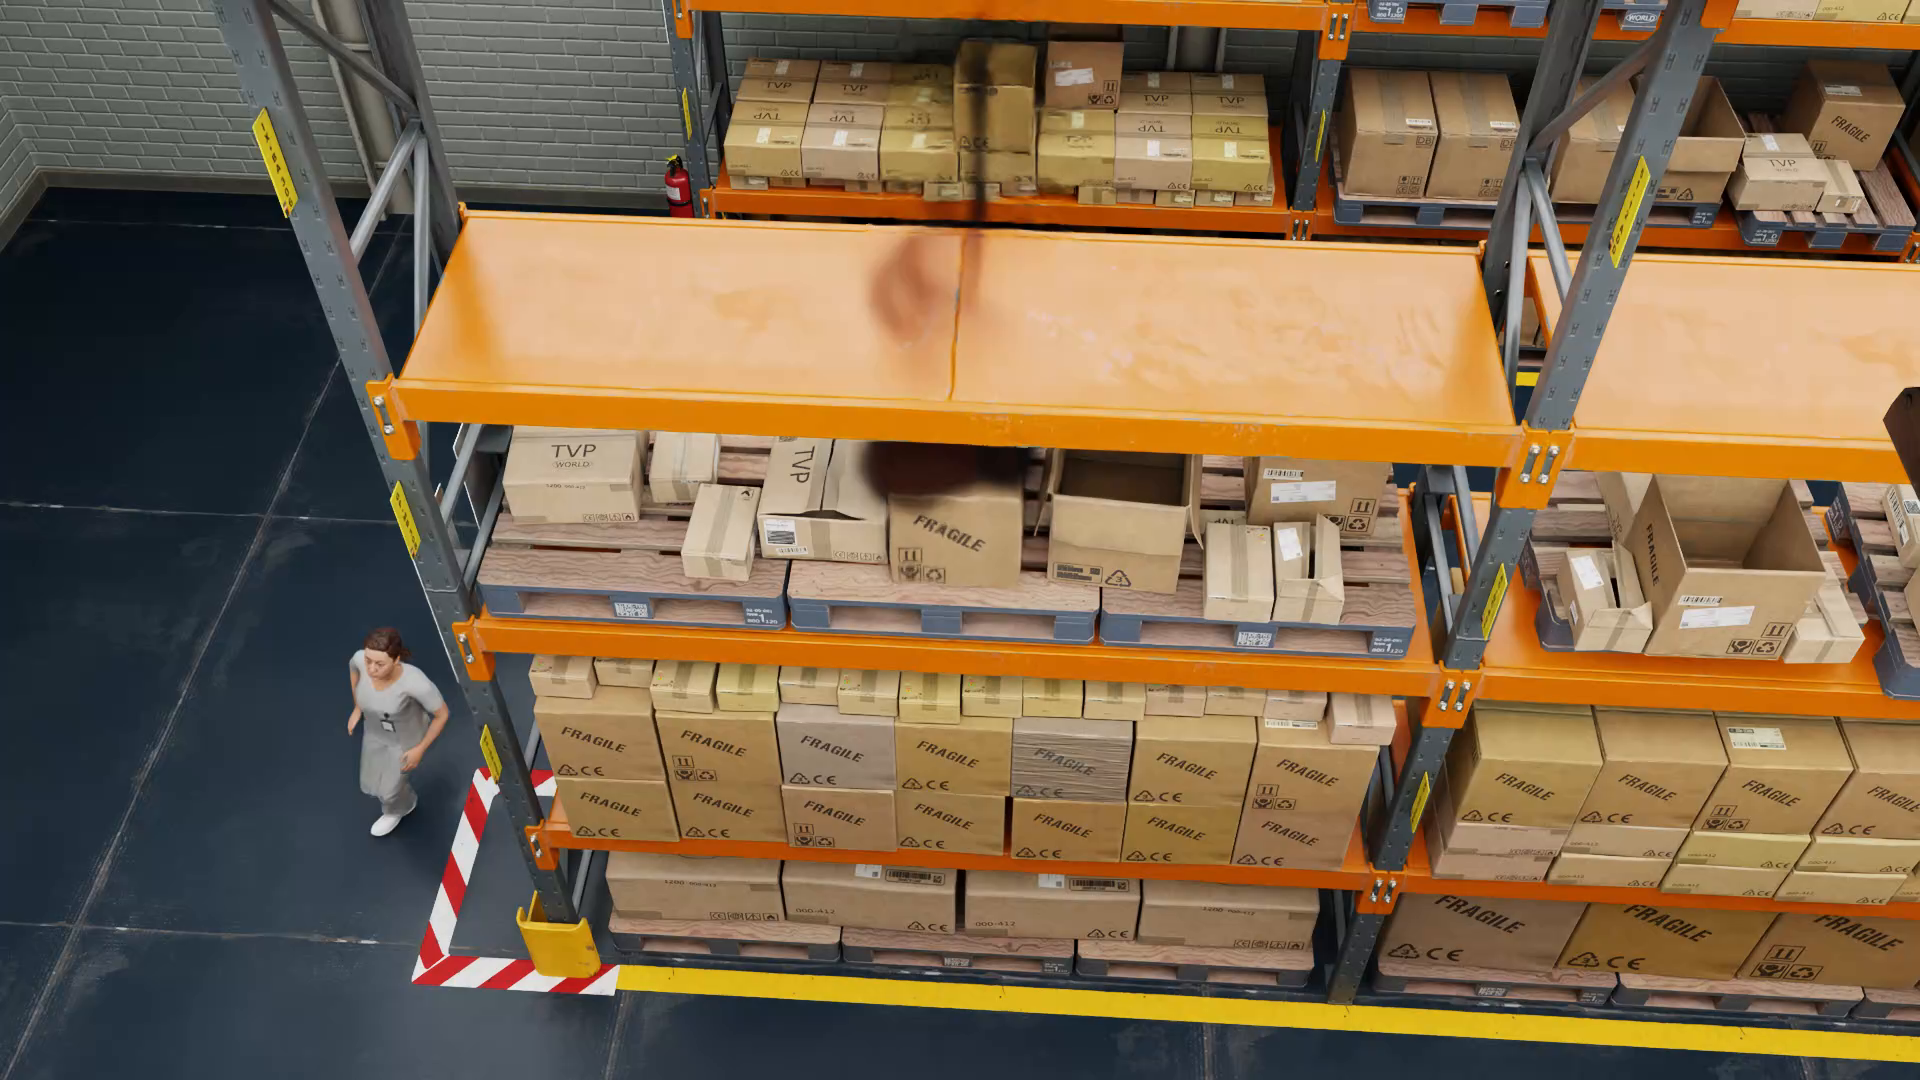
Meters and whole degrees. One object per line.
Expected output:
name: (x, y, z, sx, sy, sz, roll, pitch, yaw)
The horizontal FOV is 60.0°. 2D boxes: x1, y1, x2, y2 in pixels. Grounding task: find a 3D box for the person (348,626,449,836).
person: (-2.925, 0.999, 8.759, 0.594, 1.595, 0.545, 16, 50, 14)
